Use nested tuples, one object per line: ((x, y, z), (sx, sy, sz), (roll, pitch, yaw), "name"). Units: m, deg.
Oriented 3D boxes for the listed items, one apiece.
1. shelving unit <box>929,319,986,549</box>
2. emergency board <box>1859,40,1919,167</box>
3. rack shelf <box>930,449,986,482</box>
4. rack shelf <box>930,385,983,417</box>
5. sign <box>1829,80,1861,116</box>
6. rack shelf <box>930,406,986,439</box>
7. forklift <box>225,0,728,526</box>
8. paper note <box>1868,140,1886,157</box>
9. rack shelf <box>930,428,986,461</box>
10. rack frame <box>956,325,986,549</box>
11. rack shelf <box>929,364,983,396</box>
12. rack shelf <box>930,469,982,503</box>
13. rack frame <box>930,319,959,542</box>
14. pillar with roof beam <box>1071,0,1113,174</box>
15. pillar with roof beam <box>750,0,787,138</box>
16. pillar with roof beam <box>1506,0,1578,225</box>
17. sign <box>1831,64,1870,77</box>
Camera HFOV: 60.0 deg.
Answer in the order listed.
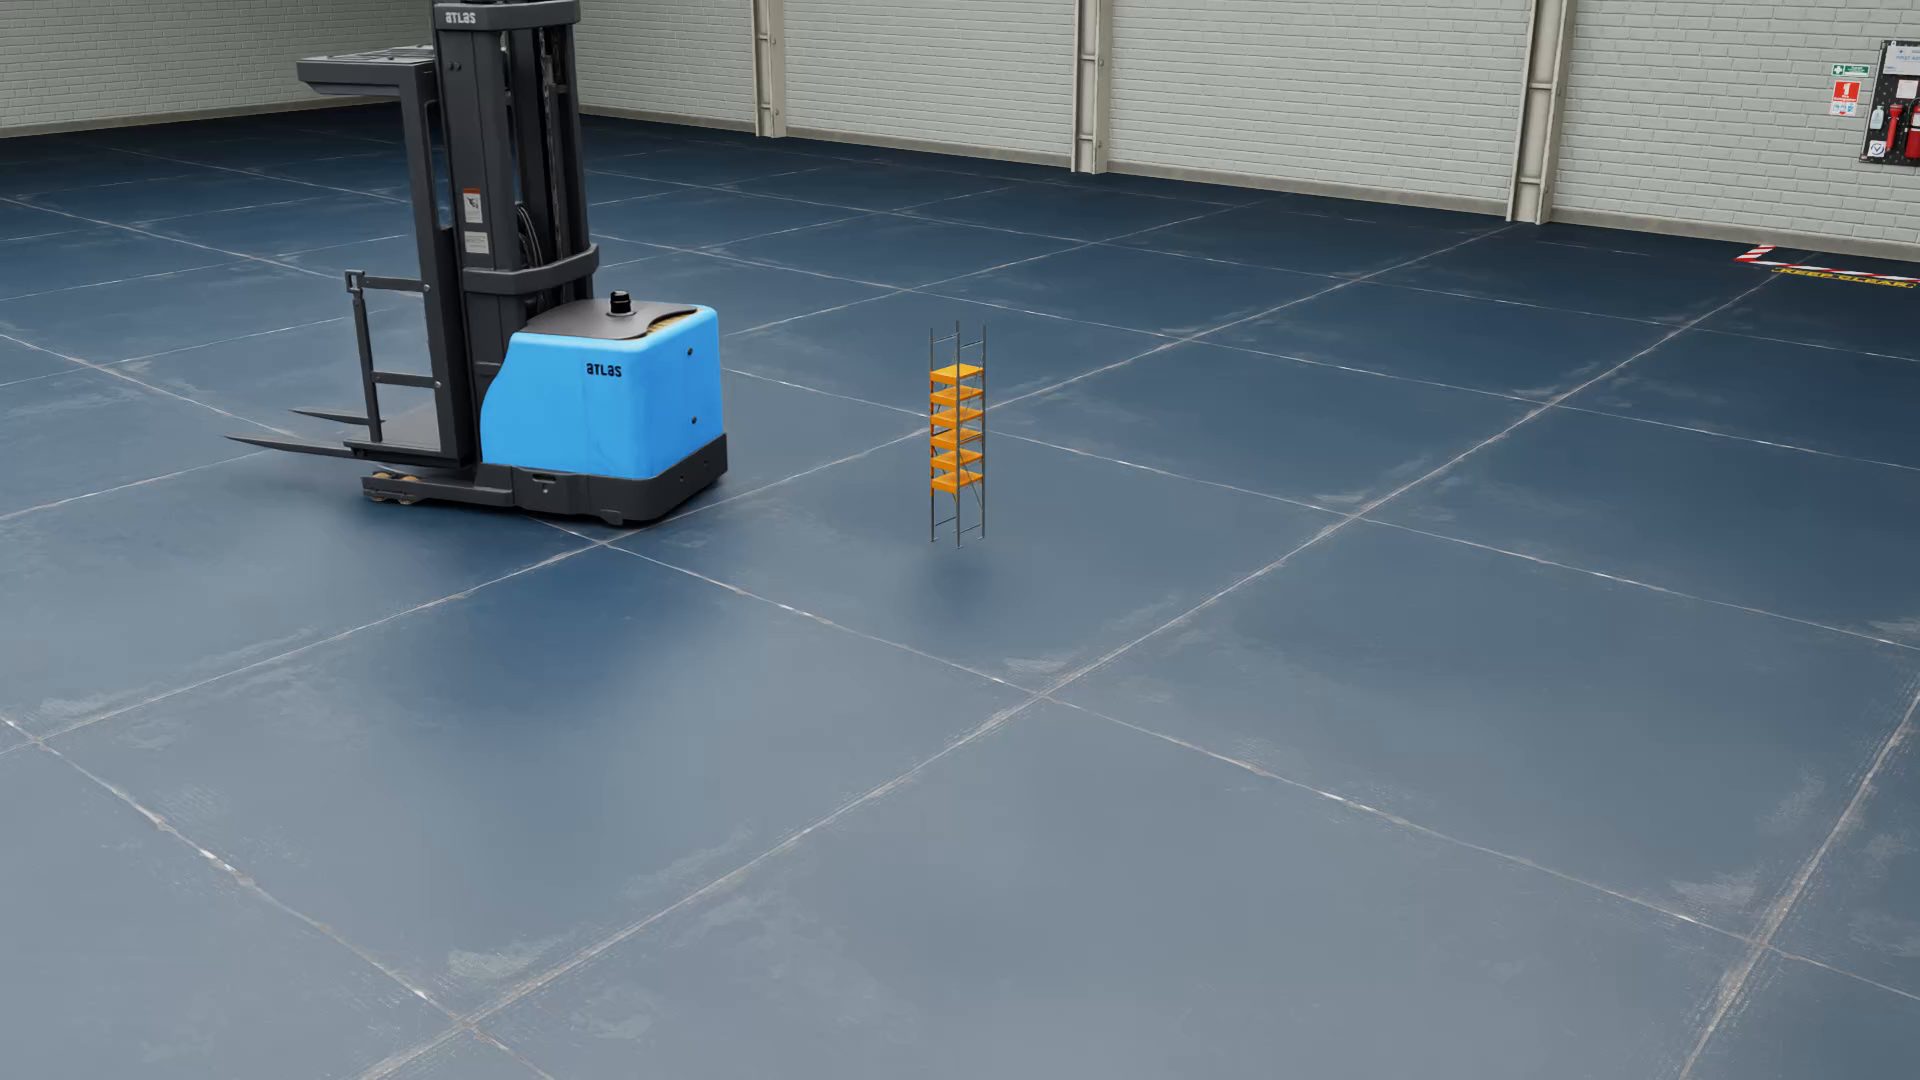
((-0.011, -0.565, 8.965), (0.189, 1.200, 0.258), (16, 26, 36), "shelving unit")
((9.137, -4.212, 16.087), (0.643, 1.169, 0.194), (16, 26, 36), "emergency board")
((-0.011, -0.411, 9.023), (0.180, 0.103, 0.258), (16, 26, 36), "rack shelf")
((-0.011, -0.748, 8.896), (0.180, 0.103, 0.258), (16, 26, 36), "rack shelf")
((8.774, -4.381, 16.483), (0.234, 0.329, 0.001), (16, 26, 36), "sign")
((-0.011, -0.635, 8.938), (0.180, 0.103, 0.258), (16, 26, 36), "rack shelf")
((-2.983, -1.744, 9.639), (3.031, 2.935, 1.130), (7, 22, 17), "forklift")
((9.044, -3.859, 16.398), (0.142, 0.148, 0.016), (16, 26, 36), "paper note")
((-0.011, -0.523, 8.981), (0.180, 0.103, 0.258), (16, 26, 36), "rack shelf")
((0.060, -0.544, 8.911), (0.006, 1.200, 0.240), (16, 26, 36), "rack frame")
((-0.011, -0.860, 8.854), (0.180, 0.103, 0.258), (16, 26, 36), "rack shelf")
((-0.011, -0.298, 9.065), (0.180, 0.103, 0.258), (16, 26, 36), "rack shelf")
((-0.082, -0.585, 9.019), (0.006, 1.200, 0.240), (16, 26, 36), "rack frame")
((-0.991, -7.958, 17.518), (0.400, 9.000, 9.100), (16, 26, 36), "pillar with roof beam")
((-5.639, -9.297, 21.068), (0.400, 9.000, 9.100), (16, 26, 36), "pillar with roof beam")
((3.657, -6.619, 13.968), (0.400, 9.000, 9.100), (16, 26, 36), "pillar with roof beam")
((8.772, -4.625, 16.380), (0.331, 0.109, 0.001), (16, 26, 36), "sign")
